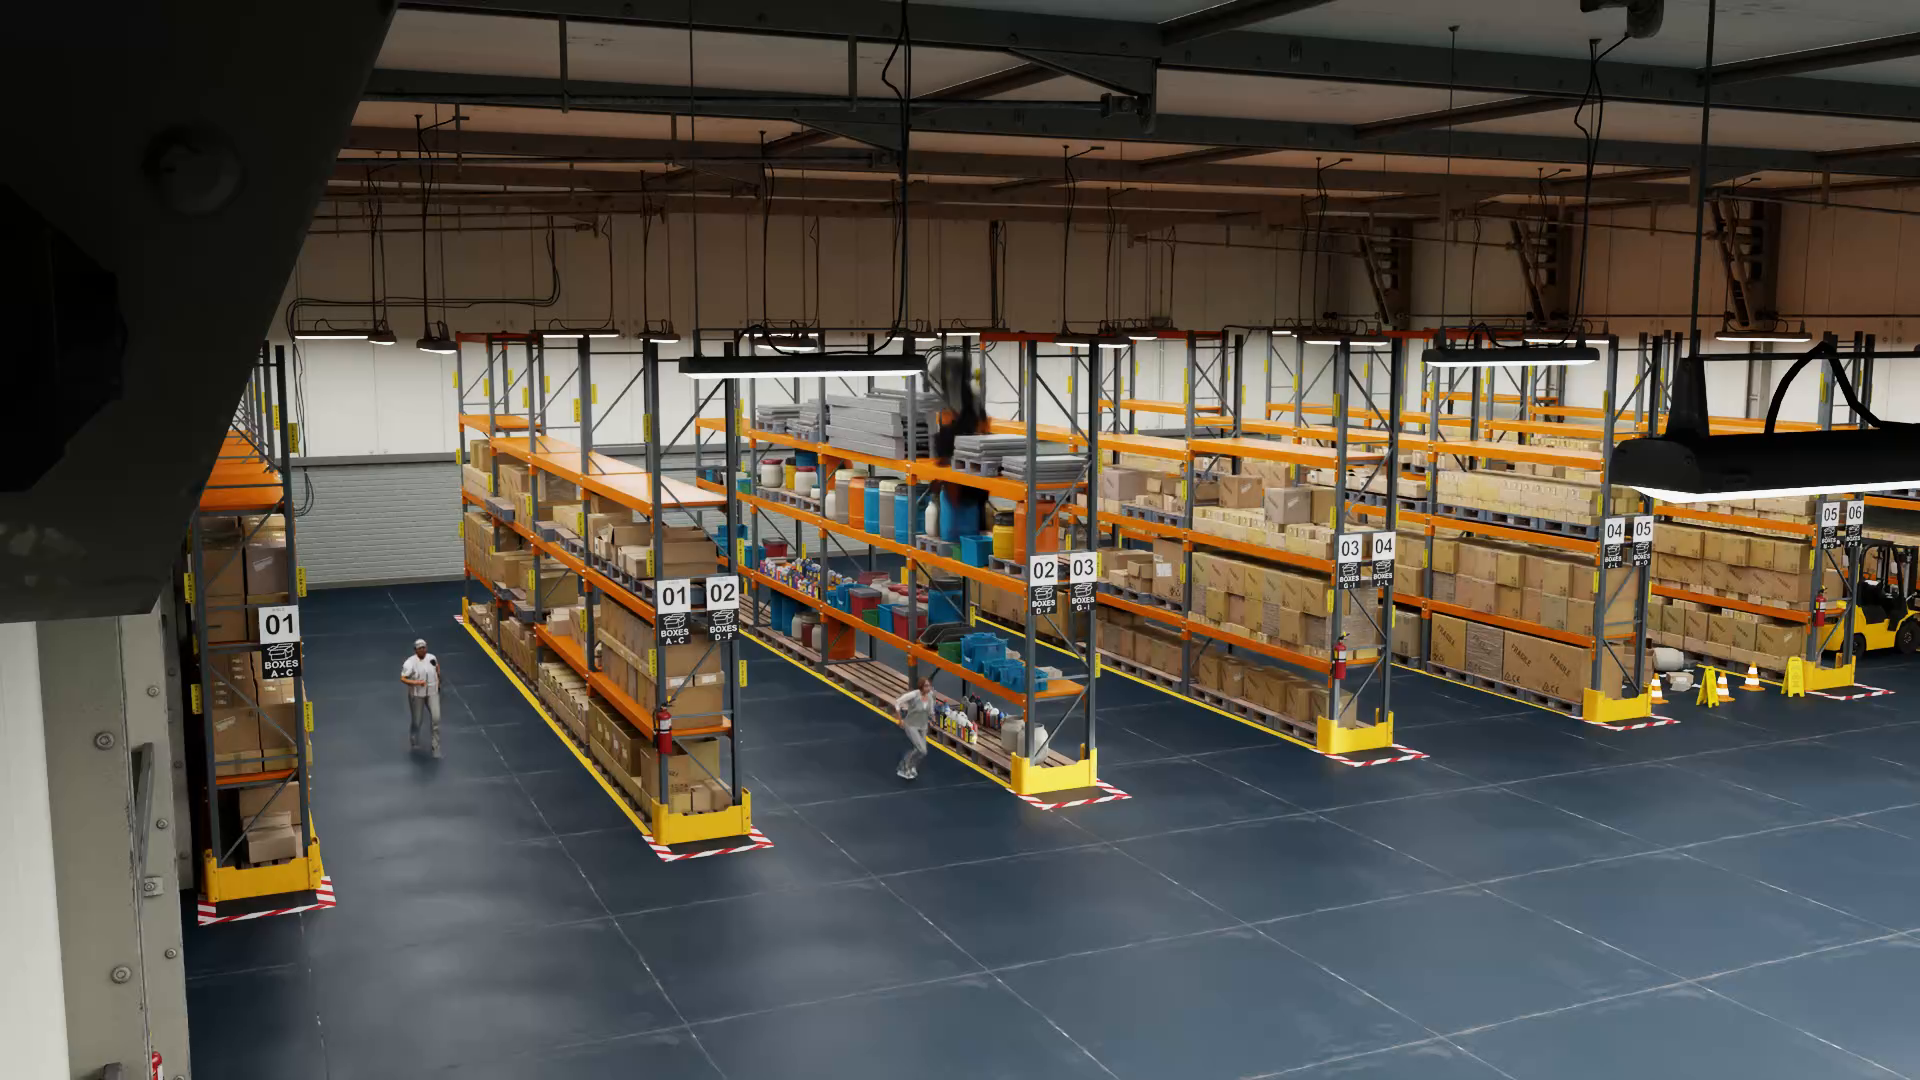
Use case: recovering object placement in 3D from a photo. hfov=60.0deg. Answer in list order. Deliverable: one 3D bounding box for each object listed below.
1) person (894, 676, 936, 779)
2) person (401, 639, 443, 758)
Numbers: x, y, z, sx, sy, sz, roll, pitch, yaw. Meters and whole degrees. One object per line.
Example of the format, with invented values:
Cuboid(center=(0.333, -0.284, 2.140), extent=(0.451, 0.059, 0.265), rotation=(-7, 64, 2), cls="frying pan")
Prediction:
Cuboid(center=(-0.597, 2.555, 22.501), extent=(0.524, 1.464, 0.730), rotation=(-7, 10, -40), cls="person")
Cuboid(center=(-7.787, 2.277, 24.108), extent=(0.609, 1.713, 0.841), rotation=(-5, 9, -32), cls="person")
